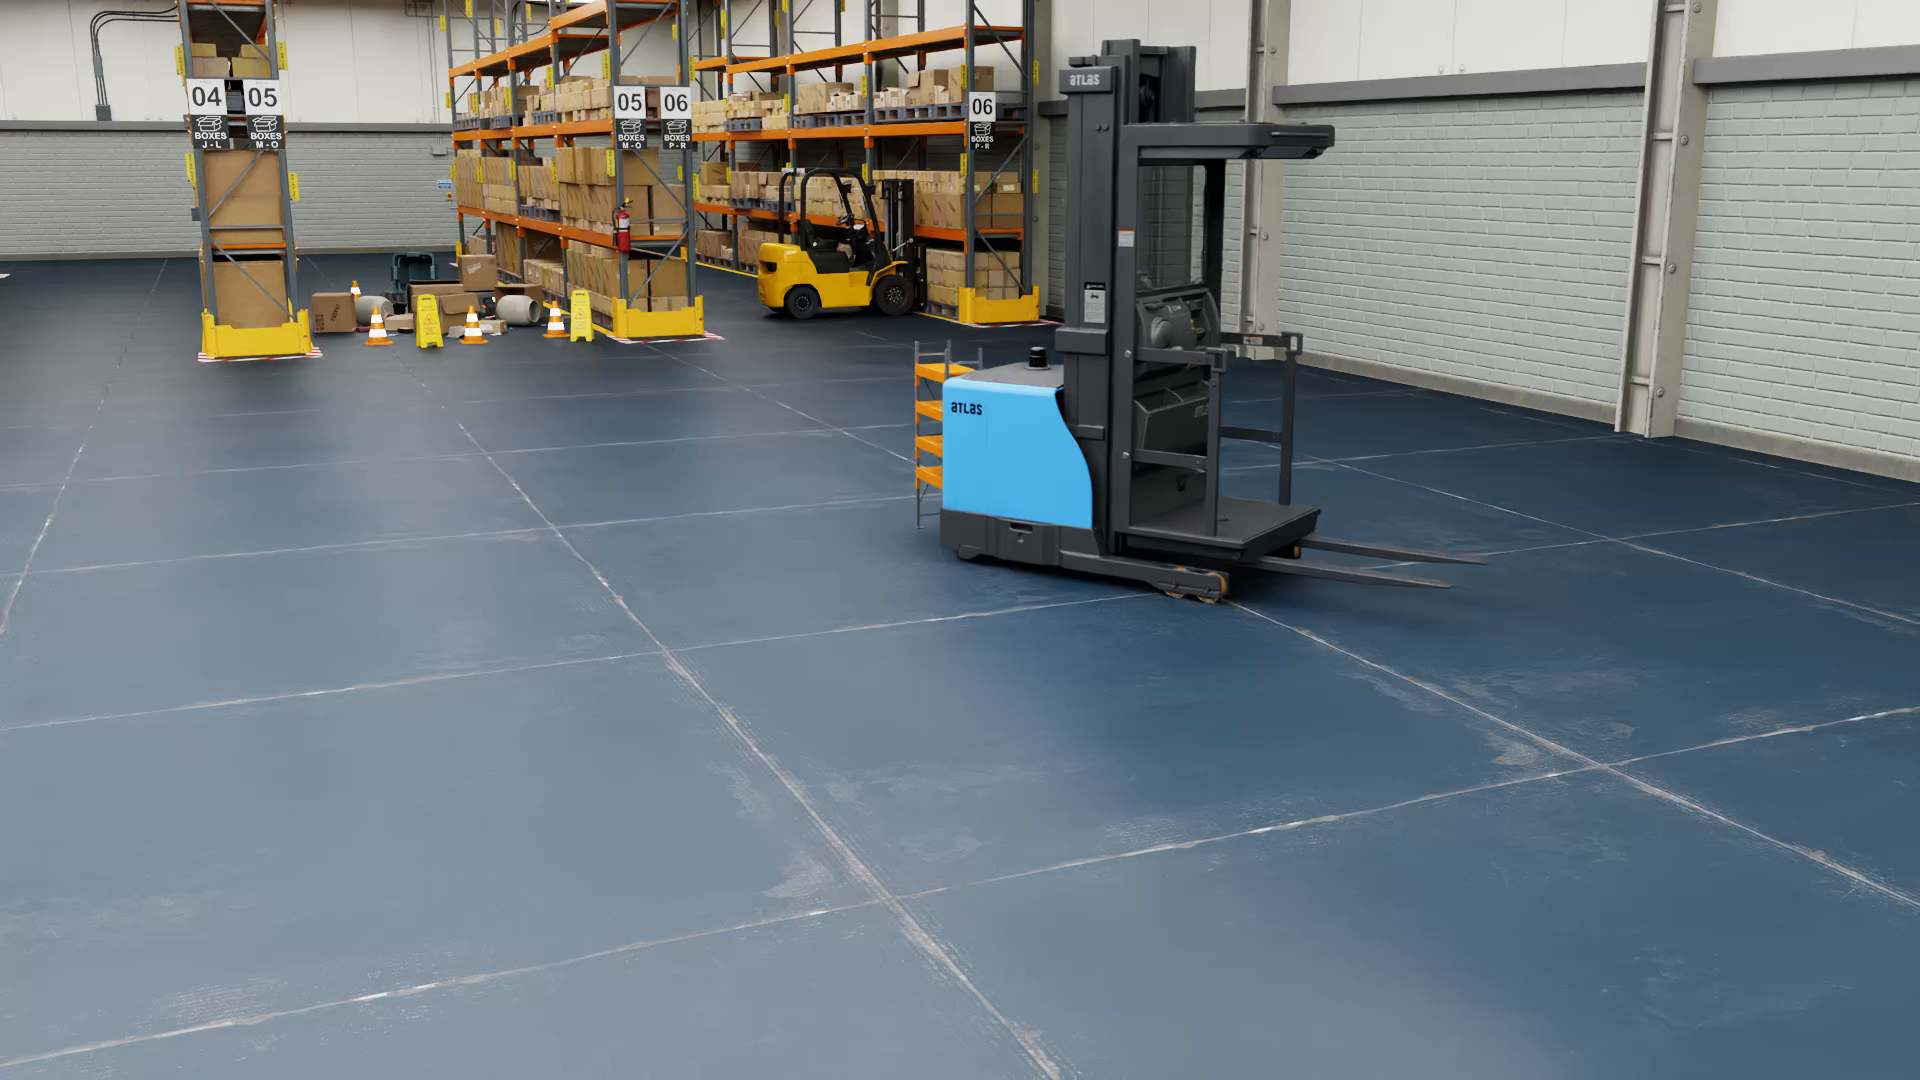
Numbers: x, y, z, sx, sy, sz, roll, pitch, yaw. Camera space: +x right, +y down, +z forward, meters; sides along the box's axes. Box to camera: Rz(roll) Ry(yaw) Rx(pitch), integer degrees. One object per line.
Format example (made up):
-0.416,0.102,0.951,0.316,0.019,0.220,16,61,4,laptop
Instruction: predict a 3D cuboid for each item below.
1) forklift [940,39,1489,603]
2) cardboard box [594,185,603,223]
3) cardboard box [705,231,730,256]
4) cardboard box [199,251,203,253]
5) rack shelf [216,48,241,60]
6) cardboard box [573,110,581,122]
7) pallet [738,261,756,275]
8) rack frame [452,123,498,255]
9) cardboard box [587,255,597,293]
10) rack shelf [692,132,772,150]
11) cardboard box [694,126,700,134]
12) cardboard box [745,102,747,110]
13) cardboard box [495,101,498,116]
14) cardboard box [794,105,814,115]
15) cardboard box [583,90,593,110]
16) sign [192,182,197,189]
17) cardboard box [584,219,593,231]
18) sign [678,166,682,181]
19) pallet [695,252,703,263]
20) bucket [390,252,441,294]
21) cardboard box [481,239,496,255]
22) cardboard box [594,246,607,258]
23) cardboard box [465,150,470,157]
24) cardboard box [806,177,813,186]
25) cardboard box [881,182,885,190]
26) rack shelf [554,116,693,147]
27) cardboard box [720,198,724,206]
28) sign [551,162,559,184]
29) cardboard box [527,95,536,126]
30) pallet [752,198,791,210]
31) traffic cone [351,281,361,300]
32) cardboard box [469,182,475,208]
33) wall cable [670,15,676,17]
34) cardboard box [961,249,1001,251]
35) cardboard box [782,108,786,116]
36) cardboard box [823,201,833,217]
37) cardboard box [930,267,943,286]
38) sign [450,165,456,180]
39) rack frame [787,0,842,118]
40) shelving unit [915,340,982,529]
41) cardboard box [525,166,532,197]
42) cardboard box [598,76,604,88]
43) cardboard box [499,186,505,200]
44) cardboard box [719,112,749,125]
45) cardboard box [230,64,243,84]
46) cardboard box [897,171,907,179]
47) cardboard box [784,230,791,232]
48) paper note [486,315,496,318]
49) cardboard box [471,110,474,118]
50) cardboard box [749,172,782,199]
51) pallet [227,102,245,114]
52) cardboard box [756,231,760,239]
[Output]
1.390,-1.225,9.164,3.031,2.935,1.130,9,16,33,forklift
-4.656,-4.574,22.597,0.500,0.500,0.500,-6,14,-23,cardboard box
-5.267,-6.497,36.402,0.500,0.500,0.500,-5,14,-22,cardboard box
-10.801,-3.976,24.953,1.050,0.750,0.750,-6,14,-23,cardboard box
-12.490,-8.164,28.171,1.077,0.370,4.000,-6,14,-23,rack shelf
-5.256,-5.993,23.518,0.380,0.149,0.250,-6,14,-24,cardboard box
-3.890,-5.594,34.072,1.003,0.211,1.213,-6,14,-23,pallet
-10.399,-7.495,36.099,1.000,3.000,0.127,-6,14,-23,rack frame
-4.957,-3.774,23.526,0.500,0.500,0.500,-6,14,-24,cardboard box
-5.051,-8.641,35.997,1.077,0.370,4.000,-6,14,-23,rack shelf
-5.604,-8.975,36.402,0.380,0.149,0.250,-6,14,-23,cardboard box
-4.014,-8.550,32.751,0.380,0.149,0.250,-5,14,-22,cardboard box
-8.067,-7.695,29.680,0.396,0.266,0.258,-6,14,-24,cardboard box
-2.786,-7.792,30.098,0.380,0.166,0.250,-6,14,-23,cardboard box
-4.854,-6.014,22.724,0.500,0.250,0.500,-5,14,-21,cardboard box
-10.580,-5.022,23.023,0.100,0.325,0.005,-6,14,-23,sign
-5.129,-4.484,23.650,0.380,0.149,0.250,-6,14,-23,cardboard box
-6.349,-8.316,37.730,0.100,0.325,0.005,-6,14,-23,sign
-5.502,-6.405,37.575,1.003,0.211,1.213,-6,14,-23,pallet
-7.920,-3.873,24.341,0.726,0.611,0.620,-1,3,-4,bucket
-9.309,-5.949,34.171,0.875,0.438,0.875,-6,14,-25,cardboard box
-4.856,-3.999,23.062,0.380,0.149,0.250,-5,14,-22,cardboard box
-9.928,-7.924,34.076,0.380,0.149,0.250,-6,14,-24,cardboard box
-2.555,-6.457,29.957,0.380,0.149,0.250,-5,14,-21,cardboard box
-1.054,-5.686,26.625,0.380,0.149,0.250,-5,14,-22,cardboard box
-4.791,-5.713,23.345,1.077,0.370,4.000,-6,14,-23,rack shelf
-4.860,-7.141,35.130,0.380,0.149,0.250,-5,14,-22,cardboard box
-6.099,-5.529,25.037,0.100,0.325,0.005,-6,14,-23,sign
-6.824,-7.155,27.758,0.700,0.500,0.500,-6,14,-23,cardboard box
-3.431,-6.599,32.654,1.003,0.211,1.213,-6,14,-23,pallet
-9.241,-3.725,25.438,0.336,0.463,0.334,-6,14,-23,traffic cone
-9.643,-6.998,33.732,0.500,0.500,0.500,-6,14,-24,cardboard box
-6.940,-14.858,42.274,2.988,3.039,0.133,-6,14,-23,wall cable
0.334,-4.209,24.854,0.500,0.250,0.500,-6,14,-23,cardboard box
-3.096,-7.980,30.994,0.380,0.149,0.250,-6,14,-24,cardboard box
-2.078,-5.787,29.052,0.500,0.250,0.500,-5,14,-21,cardboard box
-0.116,-3.923,24.728,0.500,0.250,0.500,-6,14,-24,cardboard box
-10.910,-7.906,35.781,0.100,0.325,0.005,-6,14,-23,sign
-2.648,-9.214,30.222,1.000,3.000,0.127,-6,14,-23,rack frame
-0.074,-0.620,10.387,0.258,1.200,0.503,-5,14,-22,shelving unit
-7.011,-6.019,27.911,0.500,0.500,0.500,-5,14,-20,cardboard box
-4.583,-6.067,22.069,0.380,0.149,0.250,-6,14,-24,cardboard box
-8.054,-6.299,30.157,0.500,0.250,0.500,-6,14,-24,cardboard box
-4.673,-8.728,34.447,0.500,0.250,0.500,-6,14,-23,cardboard box
-8.850,-5.839,20.815,0.500,0.250,0.500,-6,14,-23,cardboard box
-0.754,-5.670,25.896,0.380,0.149,0.250,-6,14,-24,cardboard box
-3.435,-6.154,33.483,0.380,0.149,0.250,-5,14,-21,cardboard box
-6.943,-3.305,24.583,0.148,0.019,0.142,-6,14,-23,paper note
-9.452,-8.418,32.841,0.380,0.149,0.250,-5,14,-22,cardboard box
-3.739,-6.981,32.728,0.700,0.500,0.500,-6,14,-23,cardboard box
-9.284,-5.544,21.215,1.003,0.211,1.213,-6,14,-23,pallet
-3.867,-6.109,33.288,0.380,0.149,0.250,-6,14,-23,cardboard box
